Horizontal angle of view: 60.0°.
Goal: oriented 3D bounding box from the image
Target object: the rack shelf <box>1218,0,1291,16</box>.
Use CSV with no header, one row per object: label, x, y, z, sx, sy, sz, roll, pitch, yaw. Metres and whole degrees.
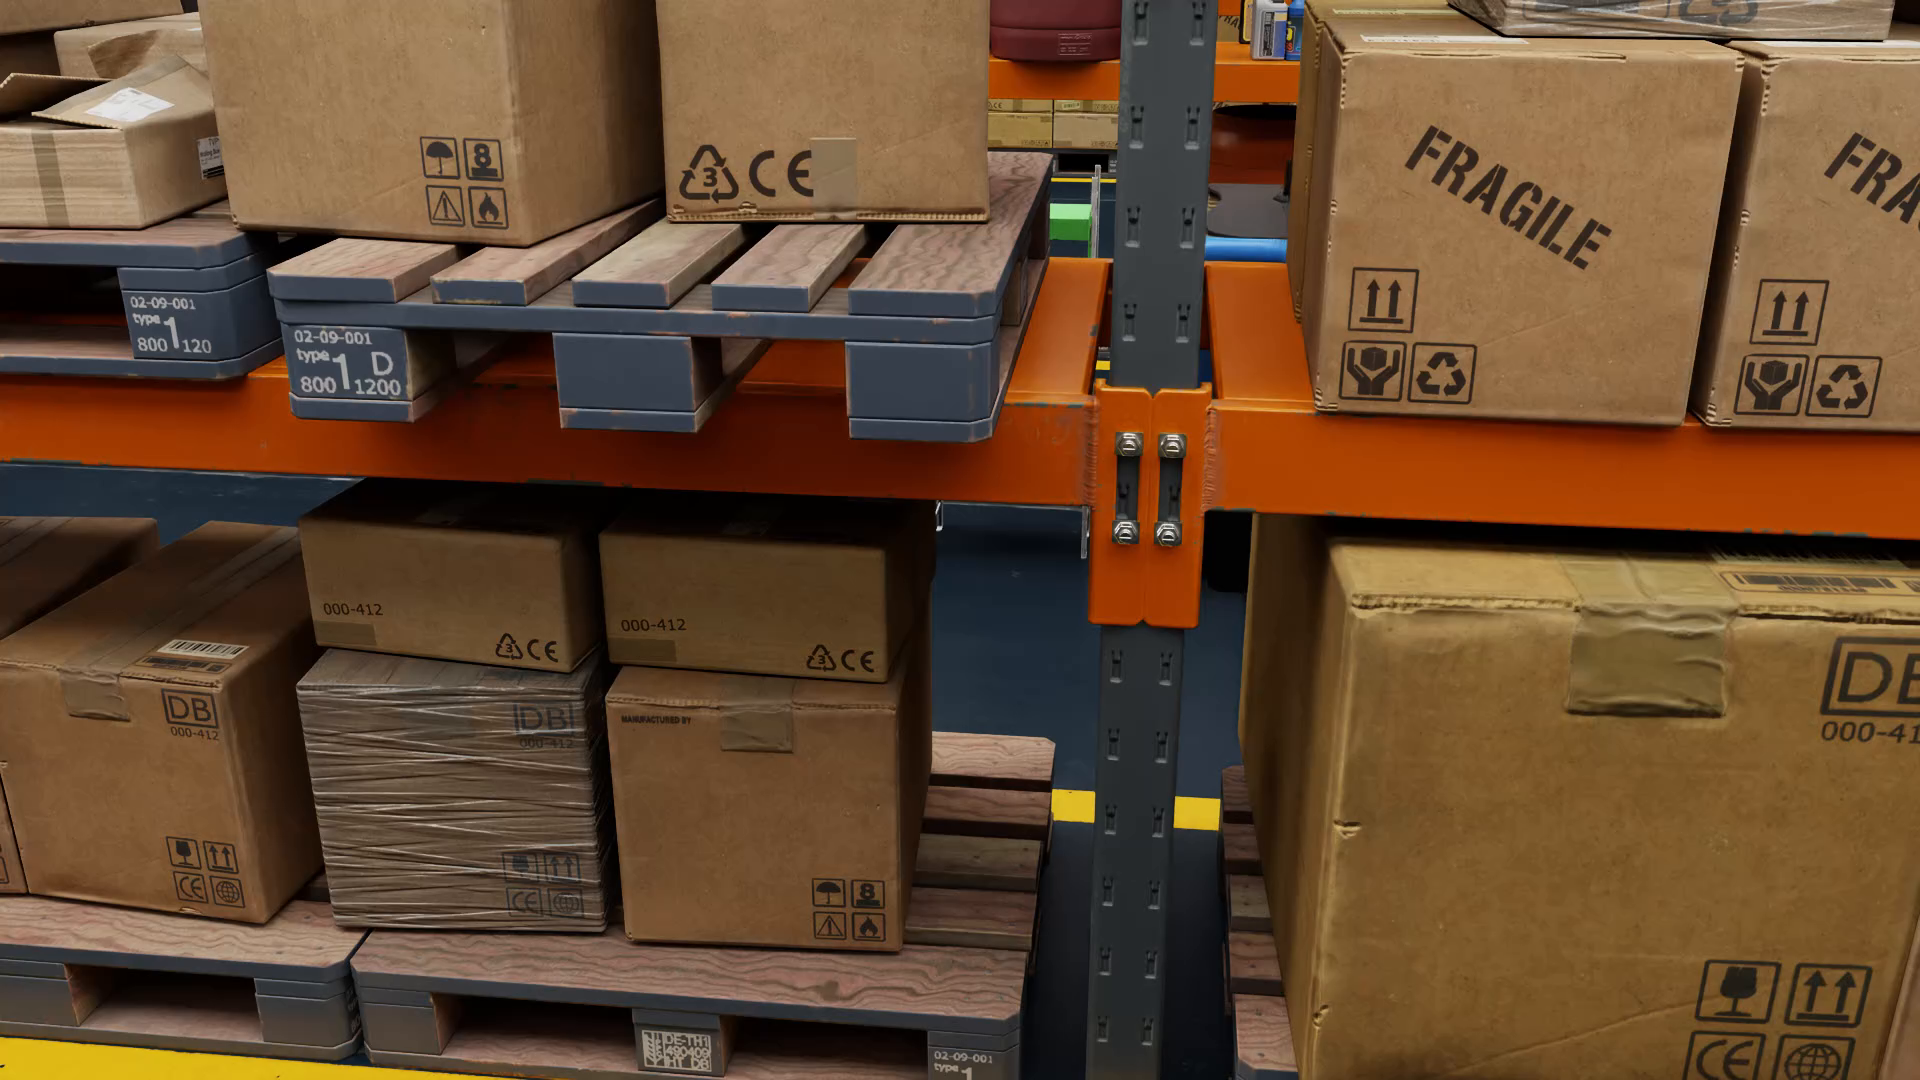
rack shelf,3.492,-3.759,11.845,4.000,0.370,1.077,2,22,6

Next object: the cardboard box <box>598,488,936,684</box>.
cardboard box,-0.333,0.028,3.070,0.500,0.250,0.500,3,22,8

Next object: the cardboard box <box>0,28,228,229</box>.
cardboard box,-1.352,-0.669,2.665,0.258,0.266,0.396,2,22,5

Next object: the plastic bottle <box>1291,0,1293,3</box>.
plastic bottle,1.600,-2.445,7.704,0.133,0.283,0.061,2,22,6

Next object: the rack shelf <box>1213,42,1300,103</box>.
rack shelf,2.905,-1.950,7.271,4.000,0.370,1.077,2,22,6

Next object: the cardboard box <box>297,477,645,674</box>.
cardboard box,-0.861,0.009,3.119,0.500,0.250,0.500,5,22,12

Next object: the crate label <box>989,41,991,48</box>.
crate label,-0.036,-2.530,7.710,0.616,0.435,0.502,2,22,6

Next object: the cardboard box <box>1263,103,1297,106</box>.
cardboard box,2.445,-3.077,11.945,0.500,0.500,0.500,2,22,4

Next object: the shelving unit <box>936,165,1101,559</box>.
shelving unit,0.164,-0.551,5.201,0.503,1.200,0.258,2,22,6

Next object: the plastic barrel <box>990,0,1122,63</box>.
plastic barrel,0.423,-2.344,7.104,0.708,0.536,0.600,2,22,6

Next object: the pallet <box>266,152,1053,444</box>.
pallet,-0.384,-0.466,2.799,1.003,0.211,1.213,2,22,6

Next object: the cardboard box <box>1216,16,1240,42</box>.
cardboard box,2.800,-5.104,16.624,0.750,0.750,0.750,2,22,6

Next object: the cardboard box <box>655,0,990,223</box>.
cardboard box,-0.205,-0.814,2.711,0.500,0.500,0.500,0,22,0

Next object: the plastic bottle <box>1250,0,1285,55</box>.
plastic bottle,1.329,-2.232,7.176,0.135,0.276,0.152,2,22,6

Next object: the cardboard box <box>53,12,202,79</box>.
cardboard box,-1.301,-0.845,3.130,0.500,0.250,0.500,2,22,5

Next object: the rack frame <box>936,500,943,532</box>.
rack frame,-0.078,-0.561,5.228,0.015,1.200,0.240,2,22,6

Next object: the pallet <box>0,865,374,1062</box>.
pallet,-1.648,0.646,3.519,1.213,0.211,1.003,2,22,6

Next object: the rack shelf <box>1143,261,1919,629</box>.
rack shelf,2.322,-0.142,2.697,4.000,0.370,1.077,2,22,6

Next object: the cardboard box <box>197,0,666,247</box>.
cardboard box,-0.771,-0.801,2.679,0.500,0.500,0.700,6,22,14

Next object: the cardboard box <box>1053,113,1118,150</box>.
cardboard box,0.954,-3.030,12.193,0.500,0.250,0.500,3,22,8

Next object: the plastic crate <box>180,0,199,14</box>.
plastic crate,-3.558,-2.585,7.982,0.504,0.338,0.767,2,22,6

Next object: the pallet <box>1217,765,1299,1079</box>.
pallet,1.110,0.795,3.141,1.213,0.211,1.003,2,22,6

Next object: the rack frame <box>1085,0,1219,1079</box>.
rack frame,0.336,-0.563,2.784,0.127,3.000,1.000,2,22,6

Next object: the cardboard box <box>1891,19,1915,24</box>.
cardboard box,1.350,-0.655,2.881,0.500,0.500,0.500,2,22,6

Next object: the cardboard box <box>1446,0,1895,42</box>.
cardboard box,1.060,-1.038,2.486,0.637,0.503,0.797,3,22,8

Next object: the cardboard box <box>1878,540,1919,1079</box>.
cardboard box,1.903,0.309,2.898,0.875,0.875,1.225,3,22,6

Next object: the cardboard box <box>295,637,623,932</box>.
cardboard box,-0.884,0.354,3.266,0.500,0.500,0.700,1,22,2

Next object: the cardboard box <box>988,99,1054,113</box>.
cardboard box,0.440,-3.310,12.138,0.500,0.311,0.500,2,22,5

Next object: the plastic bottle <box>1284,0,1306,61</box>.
plastic bottle,1.423,-2.160,6.998,0.097,0.271,0.097,0,22,0

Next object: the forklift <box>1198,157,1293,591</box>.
forklift,2.138,-1.305,4.755,3.031,2.935,1.130,3,22,8

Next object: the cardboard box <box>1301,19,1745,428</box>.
cardboard box,0.787,-0.489,2.461,0.500,0.500,0.500,3,22,8

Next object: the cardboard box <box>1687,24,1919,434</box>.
cardboard box,1.299,-0.468,2.407,0.500,0.500,0.500,2,22,5

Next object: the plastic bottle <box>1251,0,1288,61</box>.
plastic bottle,1.311,-2.177,7.035,0.135,0.276,0.152,2,22,6

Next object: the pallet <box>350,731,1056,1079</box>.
pallet,-0.440,0.699,3.384,1.213,0.211,1.003,2,22,6

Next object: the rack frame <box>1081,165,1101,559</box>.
rack frame,0.407,-0.540,5.174,0.015,1.200,0.240,2,22,6

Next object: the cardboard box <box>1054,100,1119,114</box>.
cardboard box,0.957,-3.290,12.087,0.500,0.311,0.500,3,22,8

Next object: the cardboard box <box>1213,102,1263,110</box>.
cardboard box,1.924,-3.098,11.997,0.500,0.500,0.500,3,22,9

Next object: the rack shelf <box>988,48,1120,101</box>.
rack shelf,-1.067,-2.123,7.709,4.000,0.370,1.077,2,22,6

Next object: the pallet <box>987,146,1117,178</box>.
pallet,0.693,-2.933,12.571,1.213,0.211,1.003,2,22,6

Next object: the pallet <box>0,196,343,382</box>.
pallet,-1.634,-0.545,2.998,1.213,0.211,1.003,2,22,6

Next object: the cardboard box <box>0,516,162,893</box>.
cardboard box,-2.002,0.308,3.383,0.500,0.500,0.700,1,22,2

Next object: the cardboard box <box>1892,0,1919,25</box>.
cardboard box,1.707,-1.009,2.412,0.637,0.503,0.797,3,22,8

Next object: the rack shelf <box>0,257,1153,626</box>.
rack shelf,-1.650,-0.315,3.135,4.000,0.370,1.077,2,22,6

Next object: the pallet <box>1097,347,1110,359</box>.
pallet,0.154,-1.122,7.991,1.213,0.211,1.003,2,22,6

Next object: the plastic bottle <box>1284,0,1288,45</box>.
plastic bottle,1.483,-2.406,7.715,0.097,0.201,0.097,0,22,0

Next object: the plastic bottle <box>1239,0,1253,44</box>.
plastic bottle,1.371,-2.455,7.729,0.133,0.283,0.061,2,22,6

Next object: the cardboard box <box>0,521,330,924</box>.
cardboard box,-1.448,0.332,3.322,0.500,0.500,0.700,4,22,11

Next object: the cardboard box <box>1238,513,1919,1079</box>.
cardboard box,1.019,0.267,3.003,0.875,0.875,1.225,2,22,4

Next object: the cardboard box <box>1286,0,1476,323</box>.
cardboard box,0.855,-0.679,2.940,0.500,0.500,0.500,3,22,8

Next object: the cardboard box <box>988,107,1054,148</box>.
cardboard box,0.442,-3.051,12.246,0.500,0.250,0.500,2,22,6

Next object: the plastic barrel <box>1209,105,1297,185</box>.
plastic barrel,1.407,-1.542,7.642,0.708,0.830,0.600,2,22,6

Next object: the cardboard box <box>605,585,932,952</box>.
cardboard box,-0.332,0.373,3.218,0.500,0.500,0.700,1,22,3

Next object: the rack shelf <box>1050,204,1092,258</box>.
rack shelf,0.164,-0.938,5.048,0.480,0.148,0.258,2,22,6

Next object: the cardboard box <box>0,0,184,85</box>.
cardboard box,-1.904,-0.938,3.021,0.637,0.503,0.797,5,22,12
